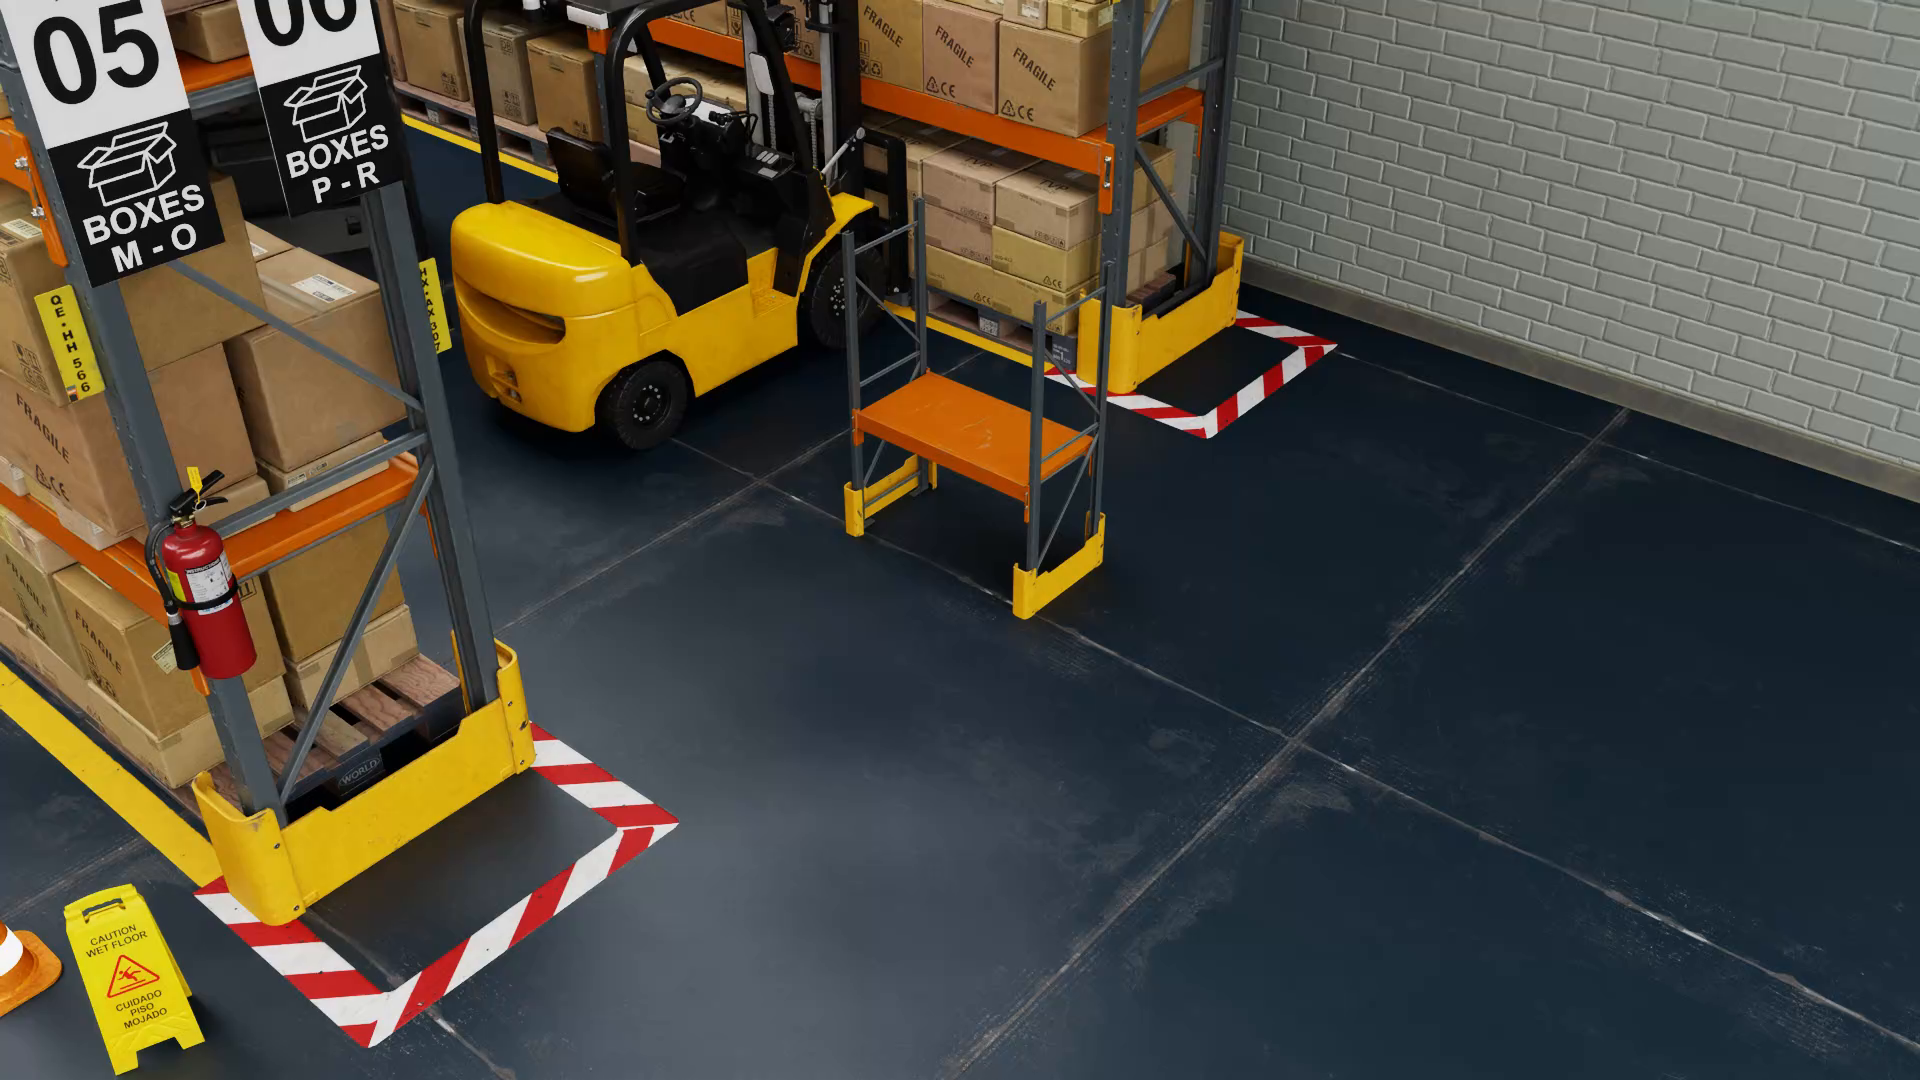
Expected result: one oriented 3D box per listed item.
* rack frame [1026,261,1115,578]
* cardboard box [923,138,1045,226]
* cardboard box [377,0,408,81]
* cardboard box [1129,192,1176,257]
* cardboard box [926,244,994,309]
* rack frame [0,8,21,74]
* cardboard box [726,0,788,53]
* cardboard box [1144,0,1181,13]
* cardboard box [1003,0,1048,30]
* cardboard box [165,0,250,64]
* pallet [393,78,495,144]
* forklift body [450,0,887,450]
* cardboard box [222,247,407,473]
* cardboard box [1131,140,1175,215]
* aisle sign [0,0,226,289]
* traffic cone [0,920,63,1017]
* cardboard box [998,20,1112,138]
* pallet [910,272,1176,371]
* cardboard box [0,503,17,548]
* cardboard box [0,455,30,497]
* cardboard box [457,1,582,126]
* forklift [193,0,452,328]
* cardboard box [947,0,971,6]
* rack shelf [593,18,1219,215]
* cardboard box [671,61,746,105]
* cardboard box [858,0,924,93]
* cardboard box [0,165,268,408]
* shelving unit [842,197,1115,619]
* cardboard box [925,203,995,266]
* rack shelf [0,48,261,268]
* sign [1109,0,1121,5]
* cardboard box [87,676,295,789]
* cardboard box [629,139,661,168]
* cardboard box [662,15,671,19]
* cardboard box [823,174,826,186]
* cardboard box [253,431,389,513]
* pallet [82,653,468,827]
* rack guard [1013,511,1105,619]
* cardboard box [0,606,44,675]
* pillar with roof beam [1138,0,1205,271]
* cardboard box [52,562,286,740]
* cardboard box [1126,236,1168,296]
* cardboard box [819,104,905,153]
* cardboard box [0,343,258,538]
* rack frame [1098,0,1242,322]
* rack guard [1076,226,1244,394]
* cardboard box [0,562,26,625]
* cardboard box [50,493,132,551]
[{"bbox_3d":[0.456,-0.403,7.012,0.032,1.500,0.500,25,42,32],"label":"rack frame"},{"bbox_3d":[0.143,-1.992,9.175,0.500,0.250,0.500,26,42,33],"label":"cardboard box"},{"bbox_3d":[-4.078,-3.953,12.583,0.625,0.625,0.875,27,43,33],"label":"cardboard box"},{"bbox_3d":[0.864,-1.833,9.385,0.500,0.250,0.500,26,42,33],"label":"cardboard box"},{"bbox_3d":[0.154,-1.583,9.463,0.500,0.250,0.500,25,42,32],"label":"cardboard box"},{"bbox_3d":[-2.080,-2.638,3.643,0.127,3.000,1.000,25,42,32],"label":"rack frame"},{"bbox_3d":[-1.007,-3.178,9.639,0.500,0.500,0.500,25,42,31],"label":"cardboard box"},{"bbox_3d":[0.998,-2.871,8.619,0.250,0.149,0.380,24,41,31],"label":"cardboard box"},{"bbox_3d":[0.432,-2.718,8.397,0.250,0.149,0.380,26,42,33],"label":"cardboard box"},{"bbox_3d":[-2.127,-1.560,4.944,0.250,0.149,0.380,25,42,32],"label":"cardboard box"},{"bbox_3d":[-3.514,-3.317,12.394,1.213,0.211,1.003,25,42,32],"label":"pallet"},{"bbox_3d":[-1.532,-1.869,8.572,1.214,2.155,2.313,25,42,32],"label":"forklift body"},{"bbox_3d":[-2.267,-0.621,5.654,0.500,0.500,0.500,25,41,31],"label":"cardboard box"},{"bbox_3d":[0.845,-2.034,9.237,0.500,0.250,0.500,25,41,31],"label":"cardboard box"},{"bbox_3d":[-2.218,-1.088,4.389,0.004,0.787,0.394,25,42,32],"label":"aisle sign"},{"bbox_3d":[-3.236,1.286,5.469,0.334,0.463,0.336,25,42,32],"label":"traffic cone"},{"bbox_3d":[0.547,-2.431,8.552,0.500,0.500,0.500,24,41,31],"label":"cardboard box"},{"bbox_3d":[0.478,-1.436,9.654,1.213,0.211,1.003,25,42,32],"label":"pallet"},{"bbox_3d":[-3.379,-0.154,6.148,0.250,0.149,0.380,26,42,33],"label":"cardboard box"},{"bbox_3d":[-3.171,-0.330,5.803,0.250,0.149,0.380,26,42,33],"label":"cardboard box"},{"bbox_3d":[-2.981,-3.438,11.833,0.625,0.625,0.875,25,42,31],"label":"cardboard box"},{"bbox_3d":[-3.533,-2.439,8.713,1.130,2.935,3.031,-14,37,-19],"label":"forklift"},{"bbox_3d":[0.088,-2.933,8.711,0.250,0.149,0.380,25,42,32],"label":"cardboard box"},{"bbox_3d":[-0.444,-2.754,9.746,4.000,0.370,1.077,25,42,32],"label":"rack shelf"},{"bbox_3d":[-1.424,-2.726,10.244,0.500,0.250,0.500,25,42,32],"label":"cardboard box"},{"bbox_3d":[-0.240,-2.809,9.102,0.500,0.500,0.500,24,41,31],"label":"cardboard box"},{"bbox_3d":[-2.612,-0.831,5.077,0.500,0.500,0.700,24,41,31],"label":"cardboard box"},{"bbox_3d":[0.059,-0.591,7.285,1.083,1.500,0.587,25,42,32],"label":"shelving unit"},{"bbox_3d":[0.140,-1.799,9.336,0.500,0.250,0.500,25,42,31],"label":"cardboard box"},{"bbox_3d":[-3.617,-1.830,5.750,4.000,0.370,1.077,25,42,32],"label":"rack shelf"},{"bbox_3d":[0.735,-2.670,7.756,0.005,0.325,0.100,25,42,32],"label":"sign"},{"bbox_3d":[-2.892,0.611,6.269,0.500,0.250,0.500,25,42,32],"label":"cardboard box"},{"bbox_3d":[-1.821,-2.495,10.792,0.500,0.250,0.500,26,42,32],"label":"cardboard box"},{"bbox_3d":[-1.807,-3.542,10.170,0.500,0.500,0.500,24,41,31],"label":"cardboard box"},{"bbox_3d":[-0.652,-2.159,9.861,0.500,0.250,0.500,25,42,32],"label":"cardboard box"},{"bbox_3d":[-2.209,-0.275,5.722,0.250,0.149,0.380,25,42,32],"label":"cardboard box"},{"bbox_3d":[-2.740,0.647,6.621,1.213,0.211,1.003,25,42,32],"label":"pallet"},{"bbox_3d":[0.441,0.105,7.376,0.087,0.250,0.587,25,42,32],"label":"rack guard"},{"bbox_3d":[-3.672,0.241,6.807,0.500,0.250,0.500,24,41,30],"label":"cardboard box"},{"bbox_3d":[-1.620,-3.571,5.000,0.400,9.000,9.100,25,42,32],"label":"pillar with roof beam"},{"bbox_3d":[-2.863,0.309,6.046,0.500,0.500,0.500,26,42,32],"label":"cardboard box"},{"bbox_3d":[0.841,-1.629,9.530,0.500,0.250,0.500,25,42,32],"label":"cardboard box"},{"bbox_3d":[-0.636,-2.357,9.707,0.500,0.250,0.500,24,41,31],"label":"cardboard box"},{"bbox_3d":[-2.674,-0.406,5.340,0.500,0.500,0.500,24,41,31],"label":"cardboard box"},{"bbox_3d":[1.093,-2.326,8.488,0.127,3.000,1.000,25,42,32],"label":"rack frame"},{"bbox_3d":[1.111,-1.287,9.183,0.348,0.500,1.175,25,42,32],"label":"rack guard"},{"bbox_3d":[-3.649,-0.064,6.589,0.500,0.500,0.500,24,41,31],"label":"cardboard box"},{"bbox_3d":[-2.770,-0.148,5.537,0.250,0.149,0.380,25,42,31],"label":"cardboard box"}]
